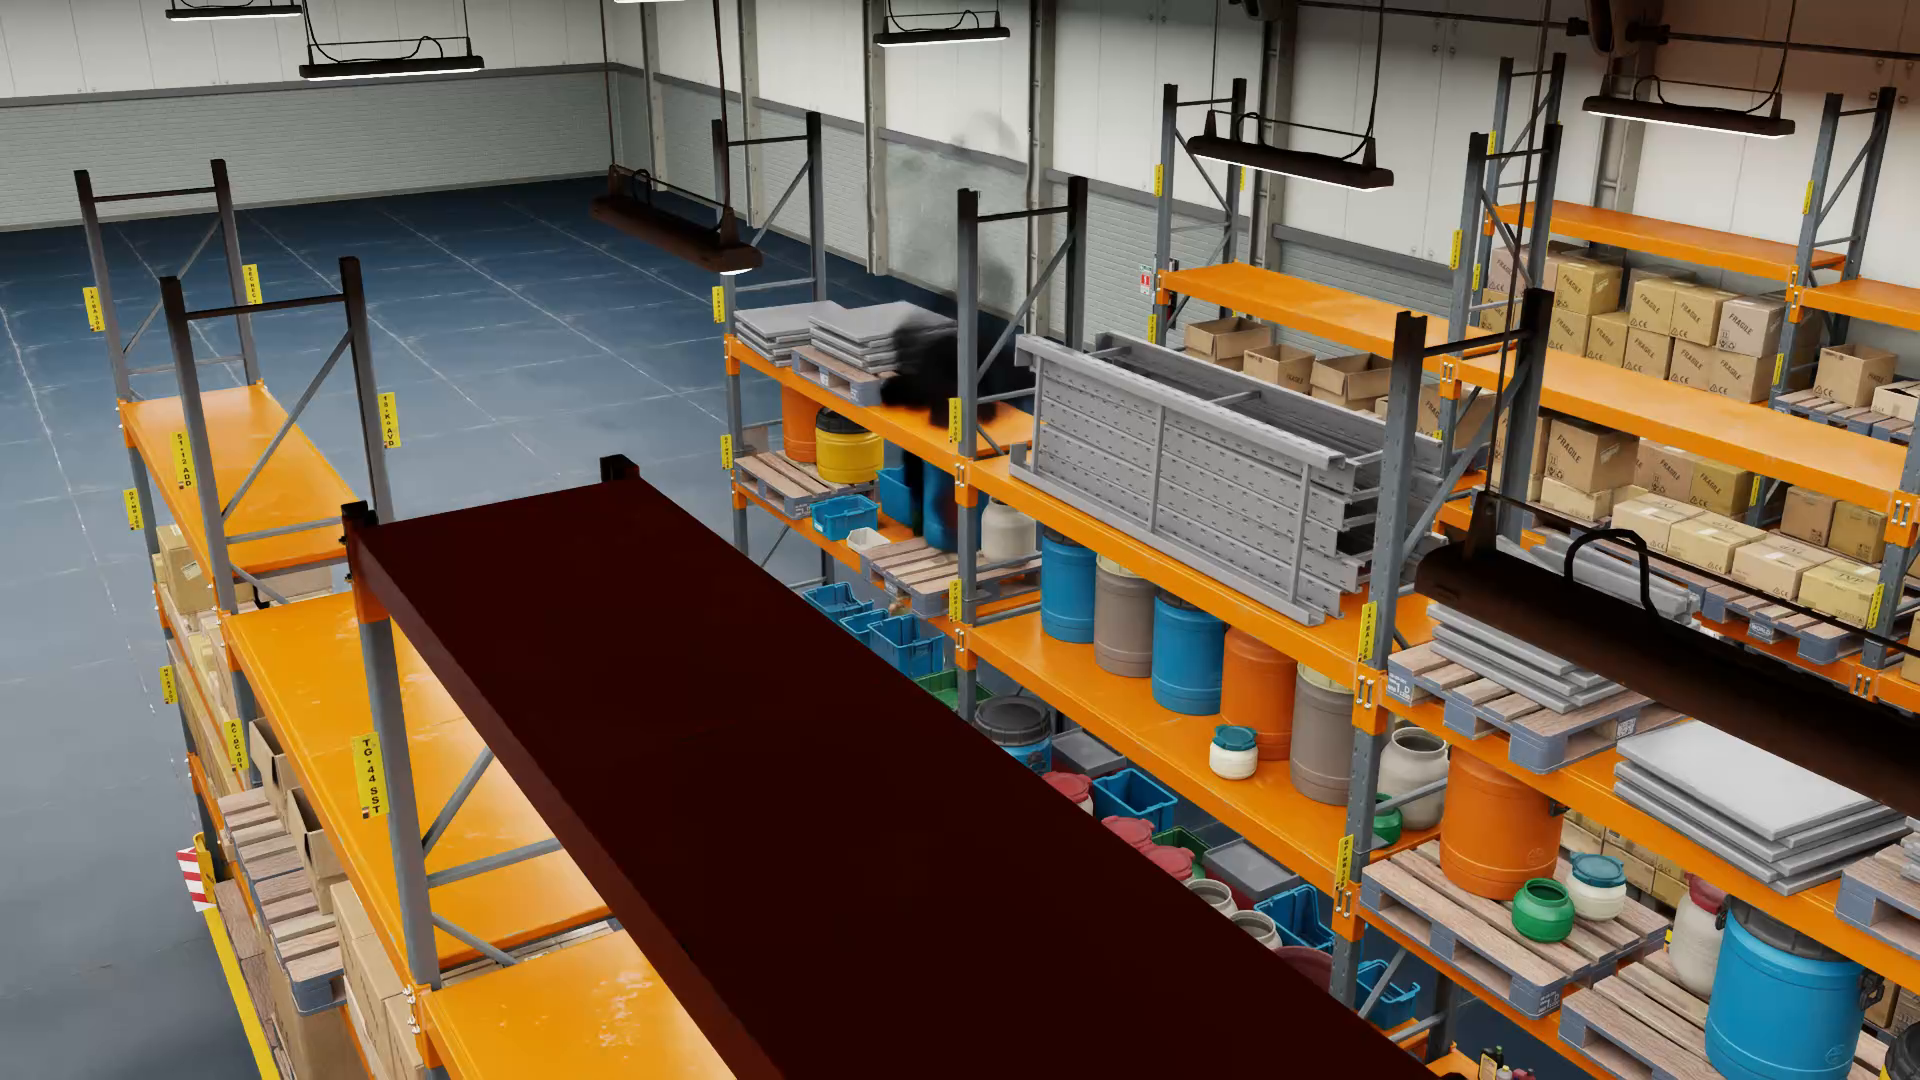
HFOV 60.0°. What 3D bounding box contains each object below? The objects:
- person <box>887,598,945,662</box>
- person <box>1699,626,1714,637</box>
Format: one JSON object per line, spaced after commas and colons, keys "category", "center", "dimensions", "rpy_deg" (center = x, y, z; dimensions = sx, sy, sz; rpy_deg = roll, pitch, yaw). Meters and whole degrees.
{"category": "person", "center": [-0.511, 0.792, 17.264], "dimensions": [0.738, 1.656, 0.588], "rpy_deg": [12, 25, 27]}
{"category": "person", "center": [6.664, 1.278, 15.760], "dimensions": [0.692, 1.781, 0.922], "rpy_deg": [-12, 25, -28]}
